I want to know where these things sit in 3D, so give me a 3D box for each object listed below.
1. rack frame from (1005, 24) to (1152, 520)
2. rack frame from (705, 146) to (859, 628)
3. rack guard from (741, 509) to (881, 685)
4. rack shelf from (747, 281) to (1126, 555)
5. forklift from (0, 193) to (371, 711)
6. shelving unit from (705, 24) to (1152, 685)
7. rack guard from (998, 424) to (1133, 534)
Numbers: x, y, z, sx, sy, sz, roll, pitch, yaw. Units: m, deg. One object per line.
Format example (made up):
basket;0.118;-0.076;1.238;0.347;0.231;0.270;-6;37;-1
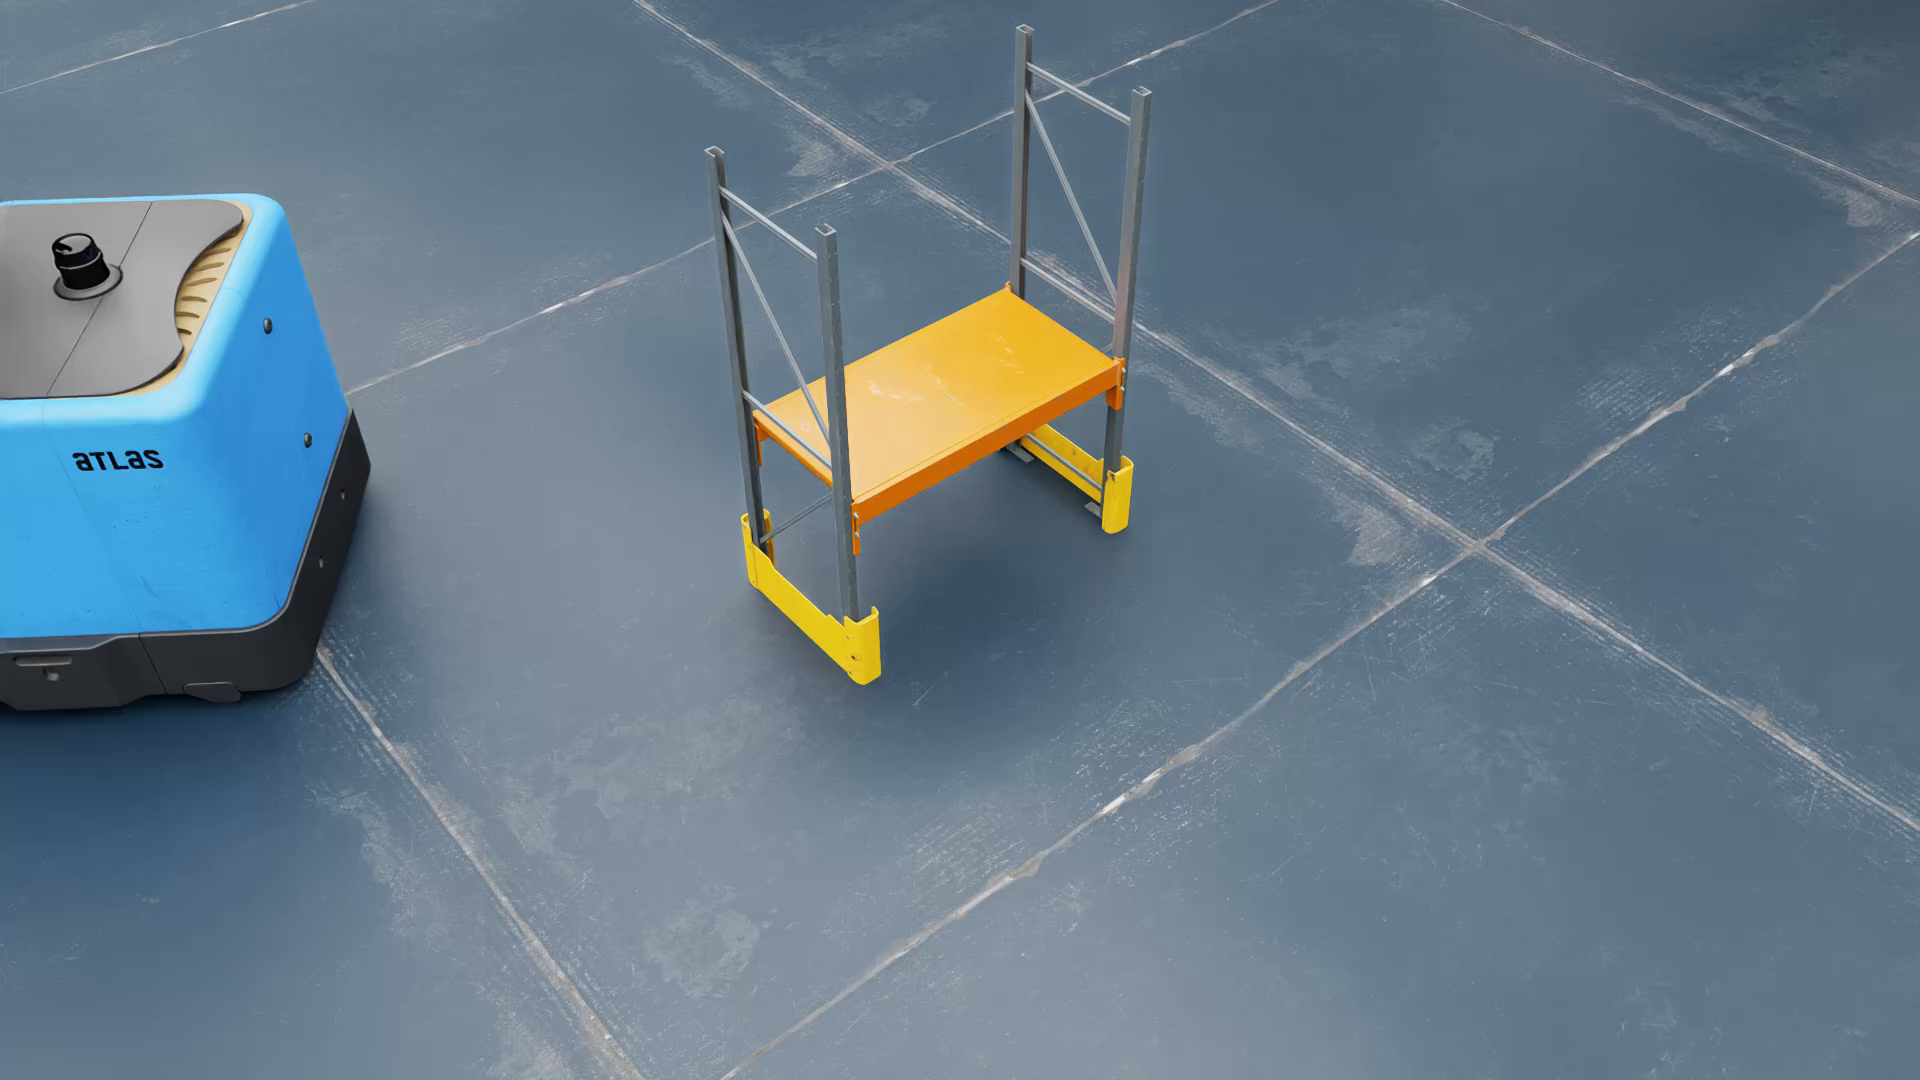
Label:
rack frame;0.324;-0.733;4.934;0.032;1.500;0.500;-30;51;-28
rack frame;-0.455;-0.286;4.459;0.032;1.500;0.500;-30;51;-28
rack guard;-0.440;0.161;4.896;0.087;0.250;0.587;-30;51;-28
rack shelf;-0.065;-0.378;4.820;1.000;0.185;0.538;-30;51;-28
forklift;-3.396;-0.892;4.058;3.031;2.935;1.130;-2;43;-3
shelving unit;-0.058;-0.513;4.701;1.083;1.500;0.587;-30;51;-28
rack guard;0.324;-0.276;5.362;0.087;0.250;0.587;-30;51;-28
